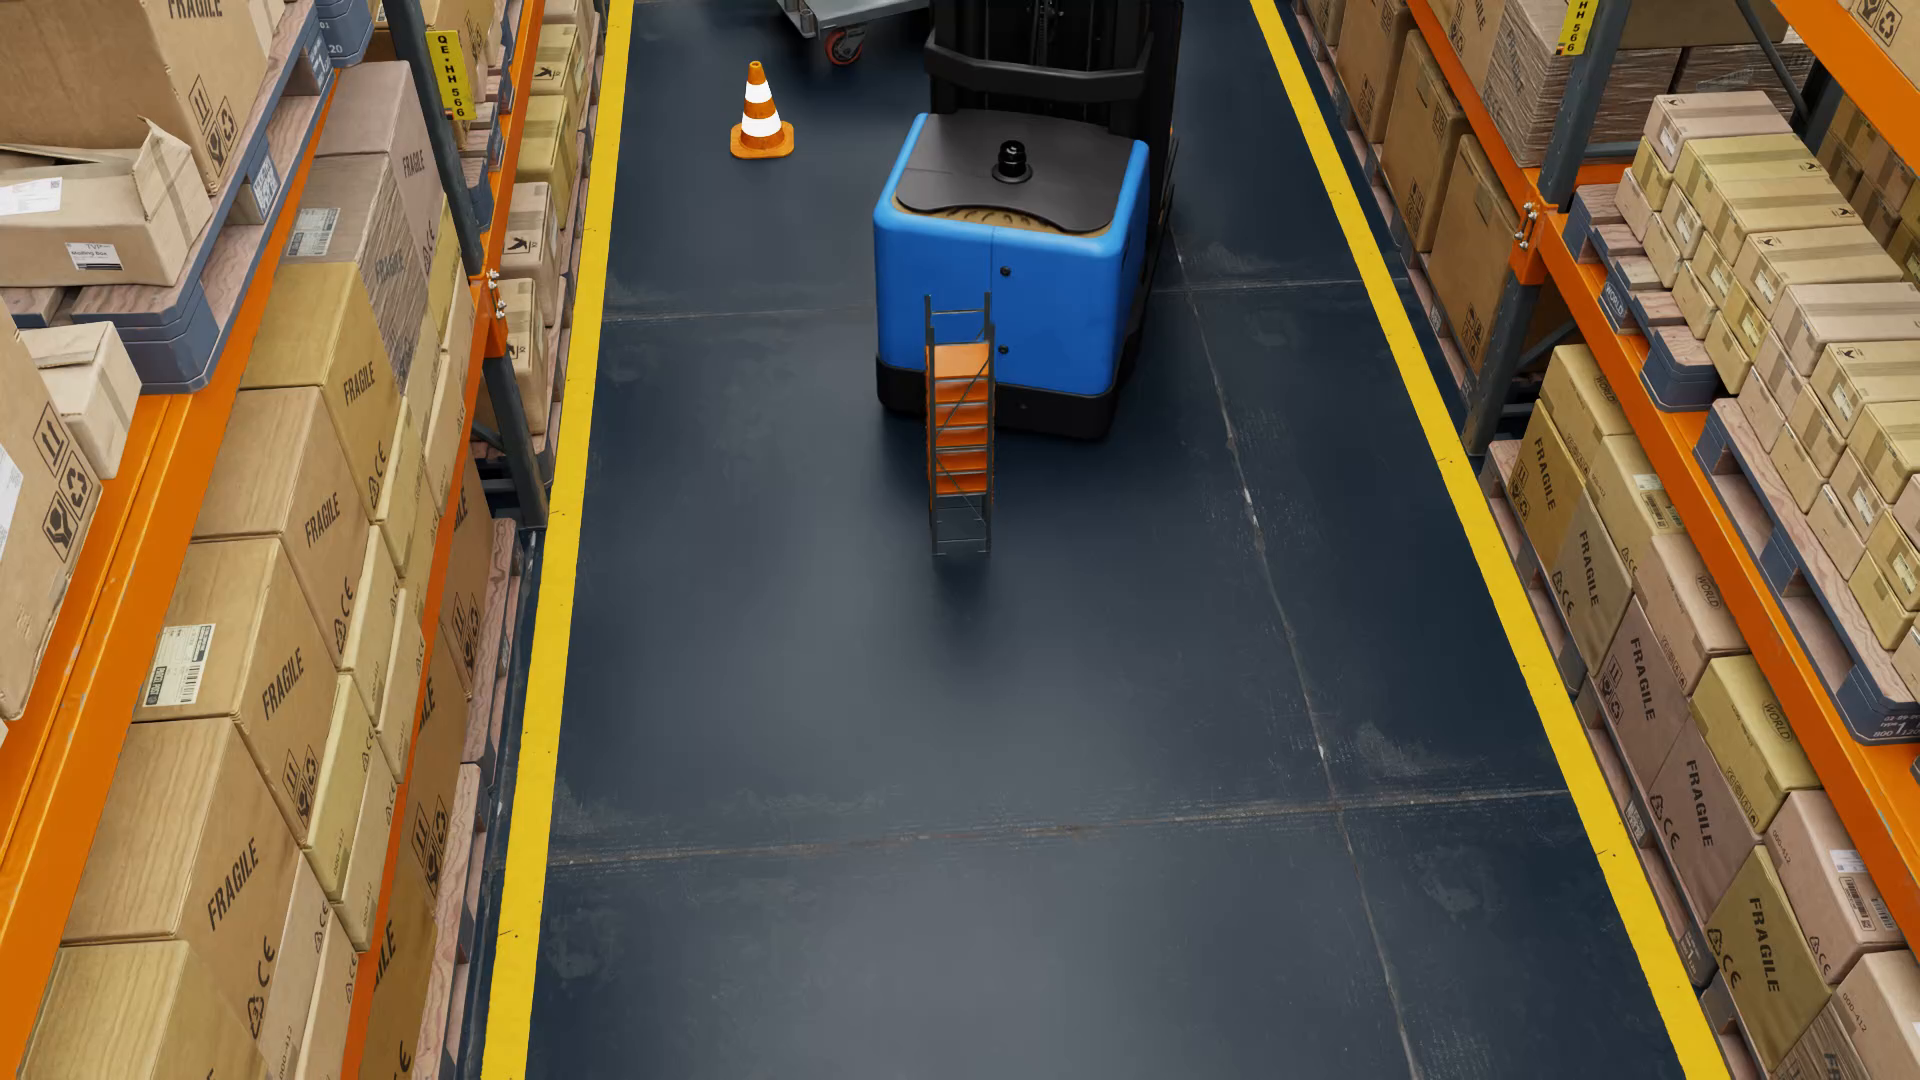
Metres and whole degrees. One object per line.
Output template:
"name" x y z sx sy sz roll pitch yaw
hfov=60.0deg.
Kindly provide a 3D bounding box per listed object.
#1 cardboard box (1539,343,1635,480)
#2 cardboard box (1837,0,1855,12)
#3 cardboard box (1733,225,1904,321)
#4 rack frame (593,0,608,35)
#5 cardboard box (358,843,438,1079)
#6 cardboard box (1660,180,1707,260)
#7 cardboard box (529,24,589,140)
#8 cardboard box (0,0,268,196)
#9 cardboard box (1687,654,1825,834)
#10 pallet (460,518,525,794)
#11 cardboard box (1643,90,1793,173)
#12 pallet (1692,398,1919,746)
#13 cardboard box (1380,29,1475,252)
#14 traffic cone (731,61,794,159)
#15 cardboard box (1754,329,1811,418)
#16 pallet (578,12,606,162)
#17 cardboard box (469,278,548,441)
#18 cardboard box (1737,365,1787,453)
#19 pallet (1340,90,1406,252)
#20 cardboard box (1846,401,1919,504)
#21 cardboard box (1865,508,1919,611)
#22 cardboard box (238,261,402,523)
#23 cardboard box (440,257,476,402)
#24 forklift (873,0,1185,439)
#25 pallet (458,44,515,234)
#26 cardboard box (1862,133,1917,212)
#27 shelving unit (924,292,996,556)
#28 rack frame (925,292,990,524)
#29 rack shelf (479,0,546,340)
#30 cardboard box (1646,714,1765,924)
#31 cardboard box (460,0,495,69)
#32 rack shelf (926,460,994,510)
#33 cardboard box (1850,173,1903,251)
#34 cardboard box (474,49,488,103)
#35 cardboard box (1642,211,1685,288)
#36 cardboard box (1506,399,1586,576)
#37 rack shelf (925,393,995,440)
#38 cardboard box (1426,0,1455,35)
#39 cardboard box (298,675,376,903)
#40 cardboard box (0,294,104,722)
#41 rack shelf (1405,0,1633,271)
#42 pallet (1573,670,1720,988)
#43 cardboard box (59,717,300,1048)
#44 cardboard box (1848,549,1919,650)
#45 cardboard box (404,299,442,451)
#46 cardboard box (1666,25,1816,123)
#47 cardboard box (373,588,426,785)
"cardboard box" 2.518 -0.492 6.203 0.500 0.250 0.500 -5 47 -5
"cardboard box" 2.533 -1.738 4.332 0.500 0.500 0.500 -3 47 -3
"cardboard box" 2.610 -0.816 5.067 0.380 0.149 0.250 -5 47 -5
"rack frame" -2.558 -3.983 8.593 1.000 3.000 0.127 -3 47 -3
"cardboard box" -2.103 1.294 4.769 0.875 0.875 0.875 -2 47 -2
"cardboard box" 2.566 -1.065 5.508 0.380 0.149 0.250 -1 47 -1
"cardboard box" -2.448 -2.325 8.543 0.950 0.372 0.625 -1 47 -1
"cardboard box" -1.786 -1.042 3.383 0.500 0.500 0.500 -3 47 -3
"cardboard box" 2.634 0.610 5.158 0.500 0.250 0.500 -5 47 -5
"pallet" -2.232 0.445 6.320 1.003 0.211 1.213 -3 47 -3
"cardboard box" 2.547 -1.376 5.598 0.380 0.149 0.250 -3 47 -3
"pallet" 2.908 0.033 4.922 1.003 0.211 1.213 -3 47 -3
"cardboard box" 2.663 -1.912 7.892 1.050 0.750 0.750 -3 47 -3
"traffic cone" -1.059 -2.299 8.745 0.336 0.463 0.334 -3 47 -3
"cardboard box" 2.633 -0.510 4.982 0.380 0.149 0.250 -3 47 -3
"pallet" -2.491 -2.461 9.072 1.003 0.211 1.213 -3 47 -3
"cardboard box" -2.260 -0.739 7.041 0.950 0.372 0.625 -6 47 -6
"cardboard box" 2.632 -0.408 5.091 0.380 0.149 0.250 -2 47 -2
"pallet" 2.611 -1.960 8.597 1.003 0.211 1.213 -3 47 -3
"cardboard box" 2.676 -0.248 4.529 0.380 0.149 0.250 -4 47 -4
"cardboard box" 2.692 0.041 4.460 0.380 0.149 0.250 -3 47 -3
"cardboard box" -1.833 -0.379 4.422 0.500 0.500 0.500 -3 47 -3
"cardboard box" -1.922 -0.687 5.575 0.500 0.250 0.500 -5 47 -5
"forklift" 0.461 -2.537 7.270 1.130 2.935 3.031 9 47 9
"pallet" -2.389 -1.532 6.404 1.213 0.211 1.003 -3 47 -3
"cardboard box" 3.218 -1.217 5.447 0.380 0.149 0.250 -4 47 -4
"shelving unit" -0.001 -0.423 6.461 0.258 1.200 0.189 -3 47 -3
"rack frame" -0.009 -0.489 6.523 0.240 1.200 0.006 -3 47 -3
"rack shelf" -2.390 -2.289 7.484 1.077 0.370 4.000 -3 47 -3
"cardboard box" 2.642 0.883 5.416 0.500 0.500 0.500 -4 47 -4
"cardboard box" -2.081 -2.086 6.234 0.500 0.500 0.500 -1 47 -1
"rack shelf" -0.001 -0.227 6.667 0.258 0.103 0.180 -3 47 -3
"cardboard box" 3.220 -1.101 5.542 0.380 0.149 0.250 -2 47 -2
"cardboard box" -2.032 -1.801 6.410 0.380 0.149 0.250 -6 47 -6
"cardboard box" 2.560 -0.991 5.643 0.380 0.149 0.250 -1 47 -1
"cardboard box" 2.506 -0.221 6.462 0.500 0.500 0.500 -5 47 -5
"rack shelf" -0.001 -0.475 6.406 0.258 0.103 0.180 -3 47 -3
"cardboard box" 2.314 -2.530 7.147 0.500 0.500 0.500 -4 47 -4
"cardboard box" -1.731 0.607 4.005 0.500 0.250 0.500 -3 47 -3
"cardboard box" -1.673 -0.061 2.454 0.500 0.500 0.500 -4 47 -4
"rack shelf" 2.534 -2.663 7.838 1.077 0.370 4.000 -3 47 -3
"pallet" 2.864 0.942 5.849 1.003 0.211 1.213 -3 47 -3
"cardboard box" -1.709 0.725 3.377 0.500 0.500 0.500 -4 47 -4
"cardboard box" 2.693 0.155 4.557 0.380 0.149 0.250 -2 47 -2
"cardboard box" -1.883 -0.504 5.057 0.500 0.250 0.500 -5 47 -4
"cardboard box" 2.933 -1.839 6.493 0.500 0.500 0.500 -3 47 -3
"cardboard box" -1.766 0.414 4.532 0.500 0.250 0.500 -4 47 -4
